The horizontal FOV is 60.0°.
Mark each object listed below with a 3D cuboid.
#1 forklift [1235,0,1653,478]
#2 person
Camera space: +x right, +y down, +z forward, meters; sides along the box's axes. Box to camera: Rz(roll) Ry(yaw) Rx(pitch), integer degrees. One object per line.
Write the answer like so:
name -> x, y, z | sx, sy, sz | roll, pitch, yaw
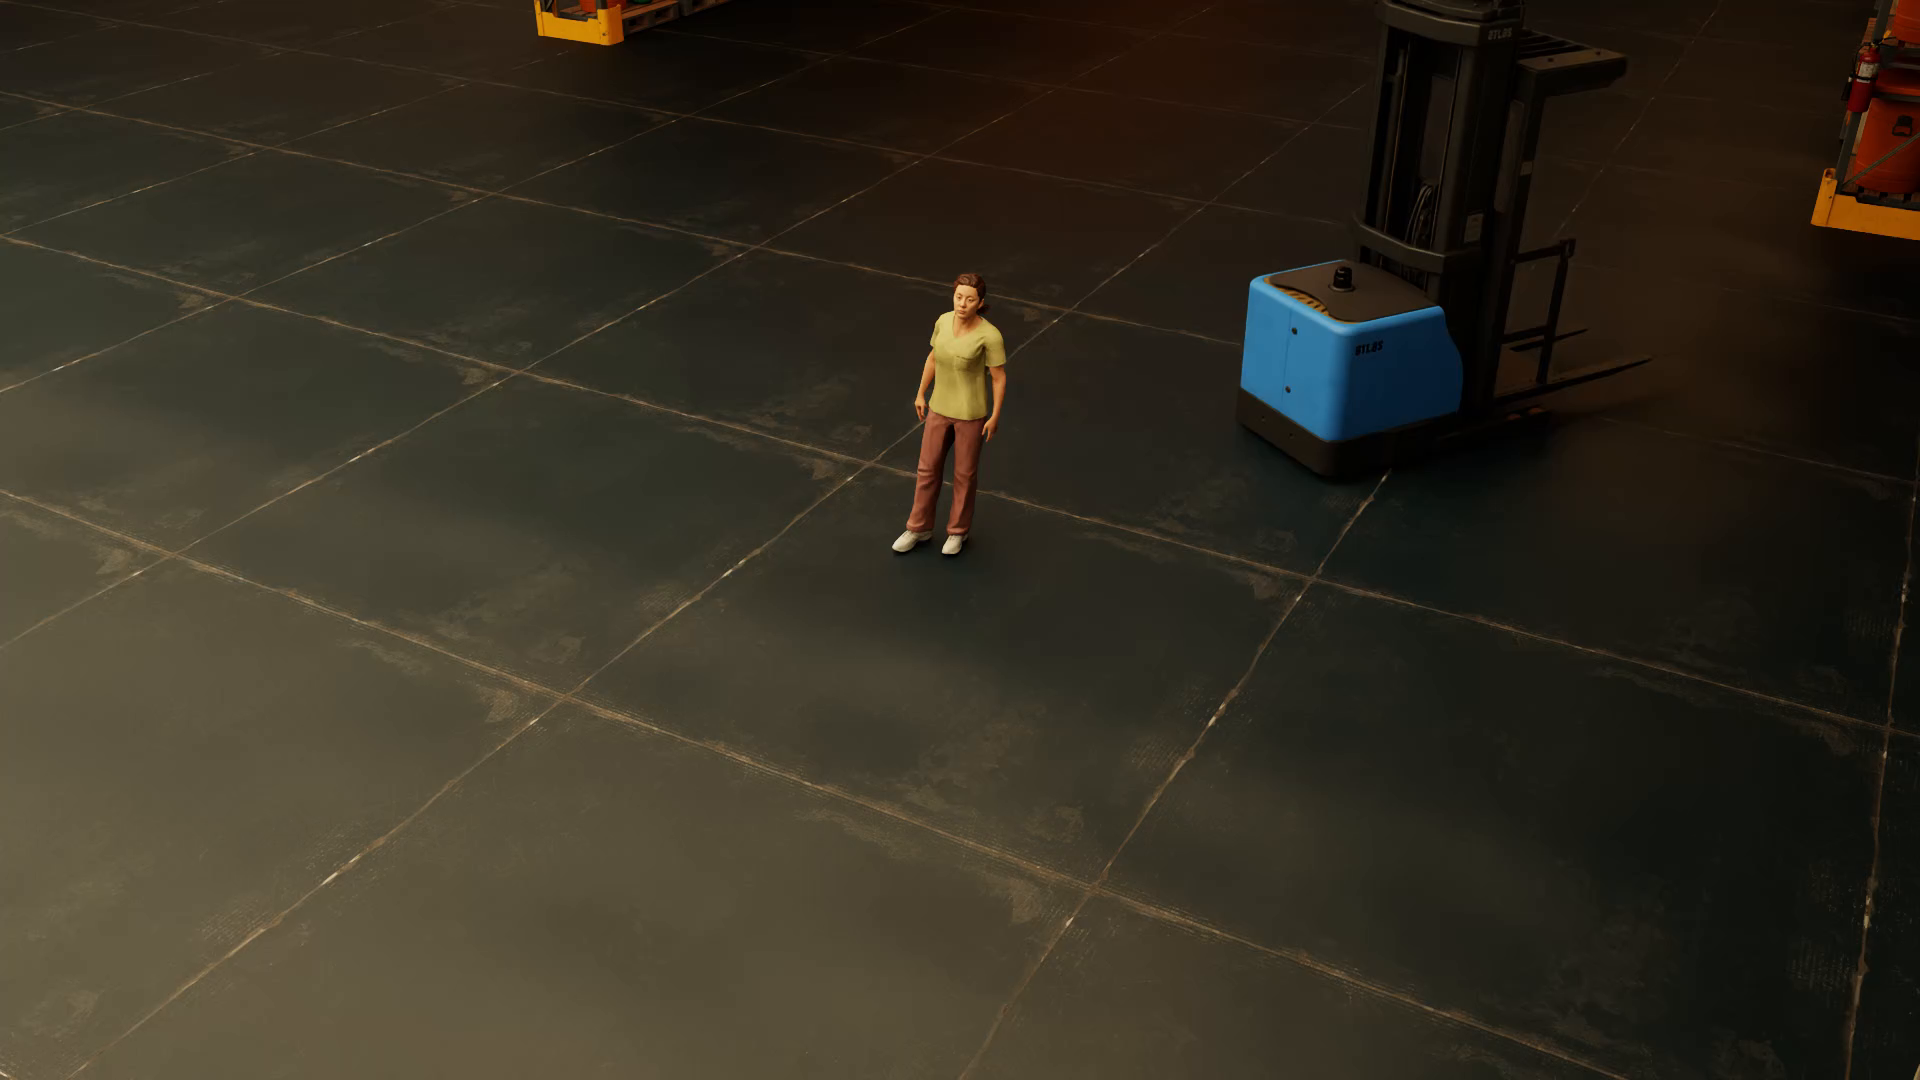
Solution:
forklift -> 3.420, -2.173, 10.836 | 3.031, 2.935, 1.130 | -14, 33, -23
person -> -0.045, -0.702, 9.529 | 0.555, 1.675, 0.549 | 15, 33, 25
